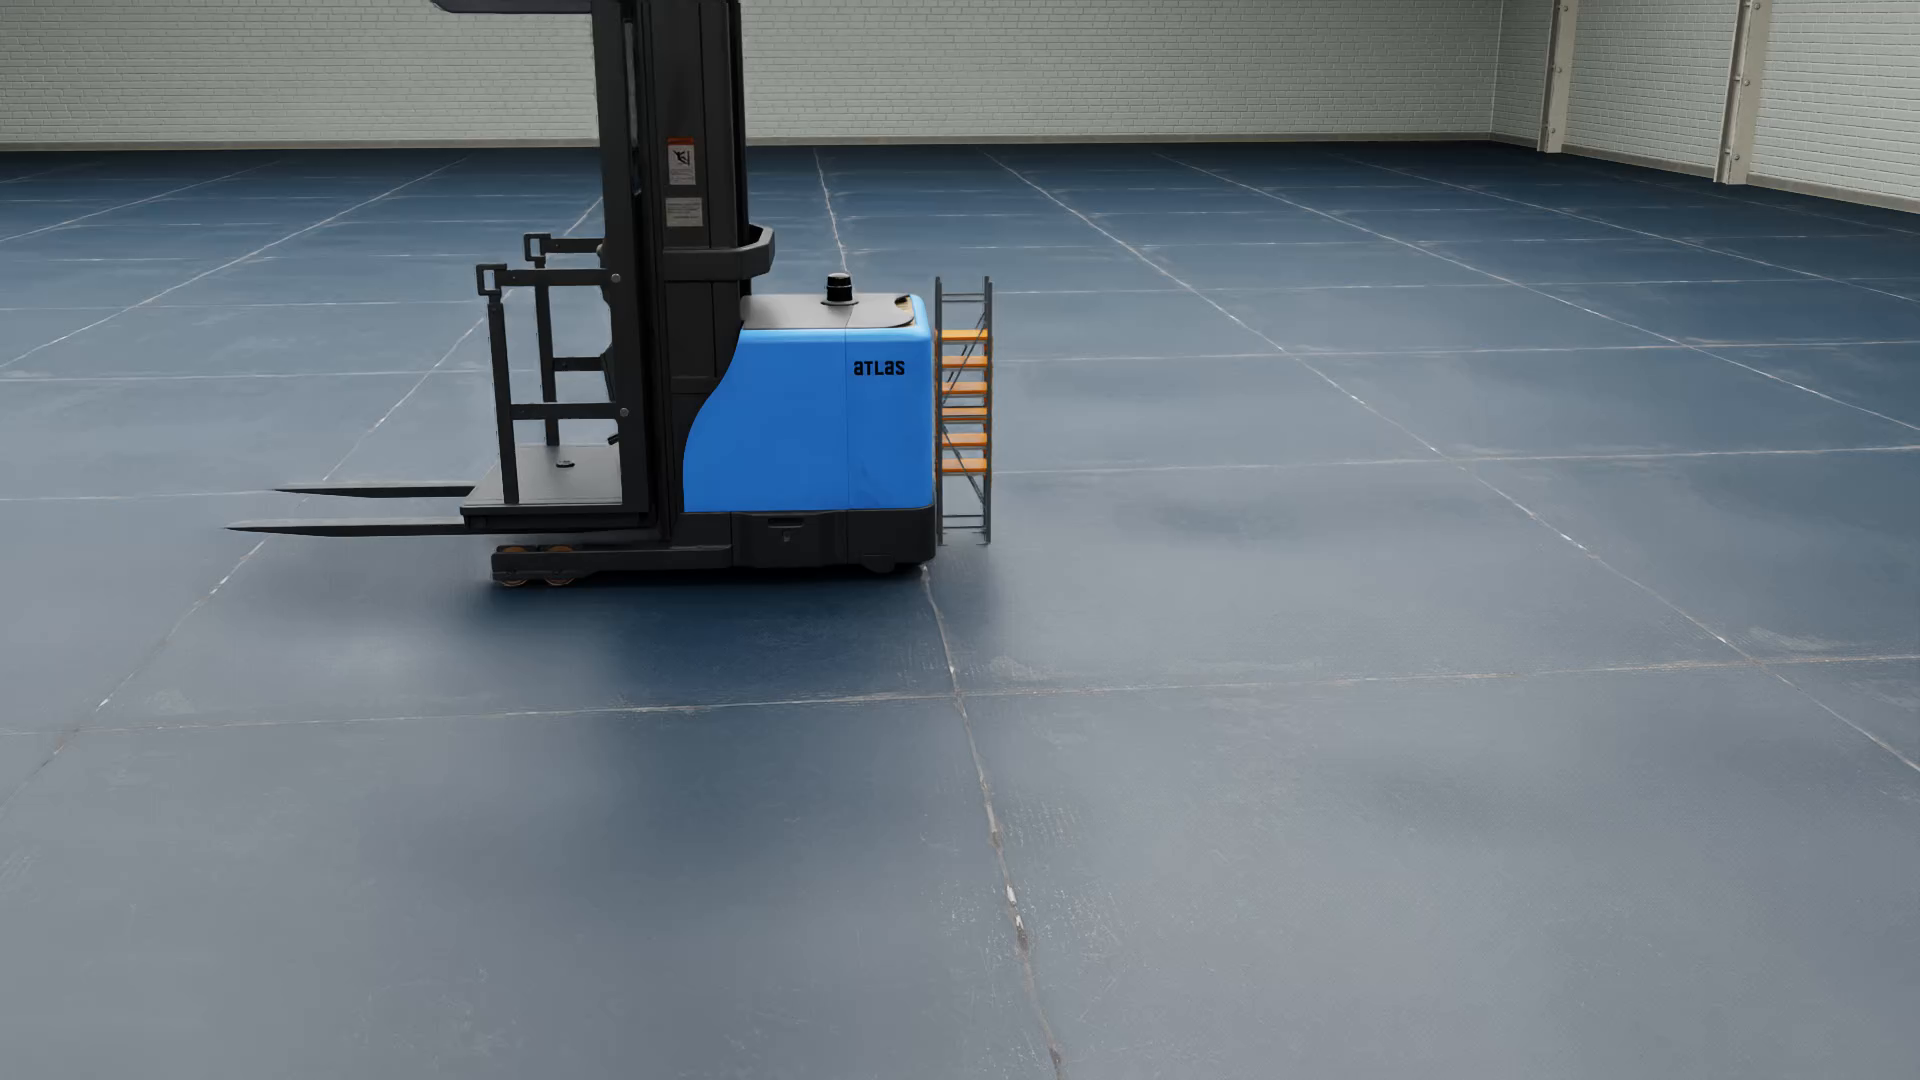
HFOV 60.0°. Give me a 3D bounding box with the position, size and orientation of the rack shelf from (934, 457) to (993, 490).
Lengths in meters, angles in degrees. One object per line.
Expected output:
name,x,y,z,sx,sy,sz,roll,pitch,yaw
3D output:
rack shelf,0.015,-0.305,7.595,0.258,0.103,0.180,-1,17,-3

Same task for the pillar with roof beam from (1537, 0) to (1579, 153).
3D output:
pillar with roof beam,6.354,-11.165,28.216,9.100,9.000,0.400,-2,18,-6

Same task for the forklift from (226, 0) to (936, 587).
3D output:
forklift,-1.643,-1.364,7.128,3.031,2.935,1.130,-1,17,-3

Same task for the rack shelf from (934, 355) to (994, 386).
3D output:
rack shelf,0.015,-0.763,7.451,0.258,0.103,0.180,-1,17,-3

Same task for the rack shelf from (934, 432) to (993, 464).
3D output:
rack shelf,0.015,-0.419,7.559,0.258,0.103,0.180,-1,17,-3

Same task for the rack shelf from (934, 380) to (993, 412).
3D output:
rack shelf,0.015,-0.648,7.487,0.258,0.103,0.180,-1,17,-3

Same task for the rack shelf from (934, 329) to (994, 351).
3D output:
rack shelf,0.015,-0.877,7.415,0.258,0.103,0.180,-1,17,-3

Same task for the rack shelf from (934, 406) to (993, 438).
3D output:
rack shelf,0.015,-0.534,7.523,0.258,0.103,0.180,-1,17,-3

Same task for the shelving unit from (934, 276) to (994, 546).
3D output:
shelving unit,0.015,-0.576,7.510,0.258,1.200,0.189,-1,17,-3

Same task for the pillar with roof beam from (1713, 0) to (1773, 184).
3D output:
pillar with roof beam,6.973,-9.377,22.522,9.100,9.000,0.400,-2,18,-6

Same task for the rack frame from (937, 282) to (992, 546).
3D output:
rack frame,0.020,-0.549,7.422,0.240,1.200,0.006,-1,17,-3

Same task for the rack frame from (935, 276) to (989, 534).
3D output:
rack frame,0.010,-0.604,7.597,0.240,1.200,0.006,-1,17,-3
